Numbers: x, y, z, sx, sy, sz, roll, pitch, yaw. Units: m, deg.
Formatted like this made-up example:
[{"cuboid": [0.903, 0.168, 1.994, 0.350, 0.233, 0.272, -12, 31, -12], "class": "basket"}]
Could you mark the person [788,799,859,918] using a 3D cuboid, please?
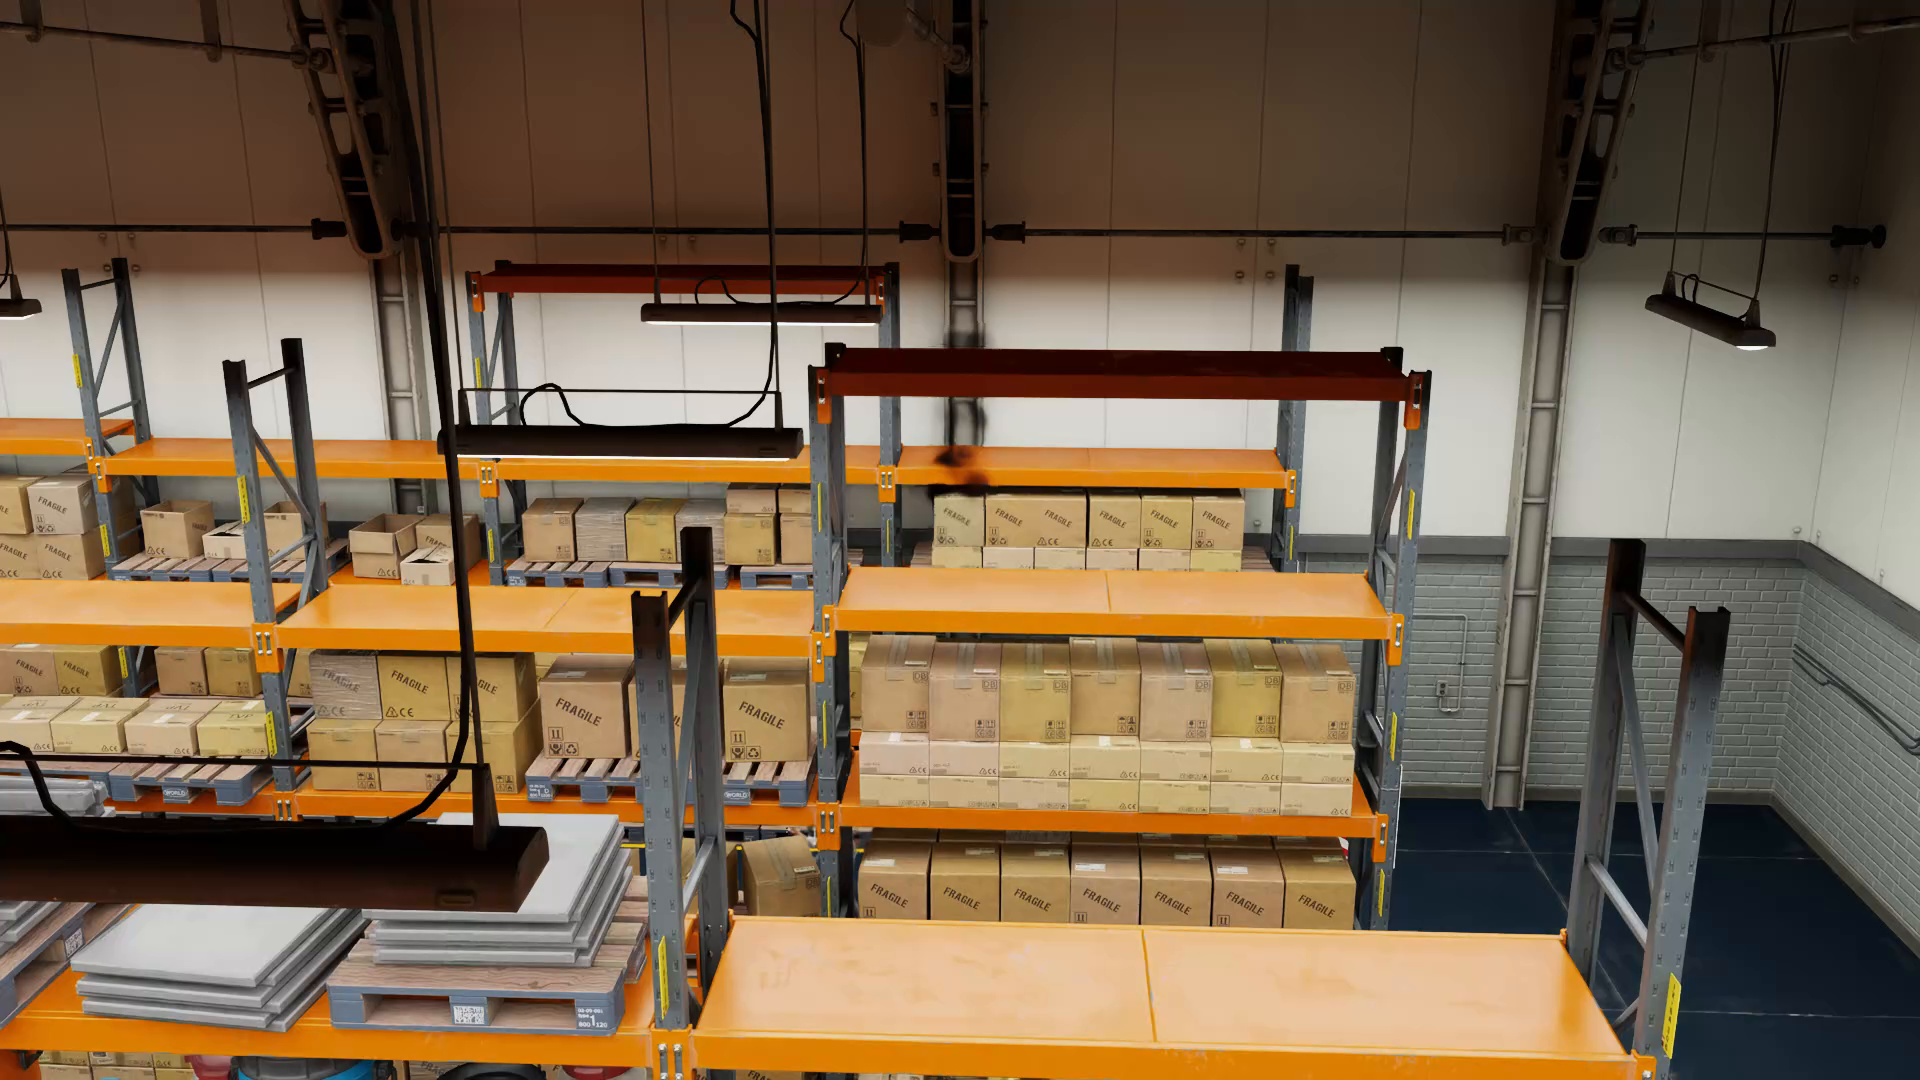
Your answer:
[{"cuboid": [-1.258, 2.968, 15.657, 0.709, 1.525, 0.525, 0, 16, 0], "class": "person"}]
